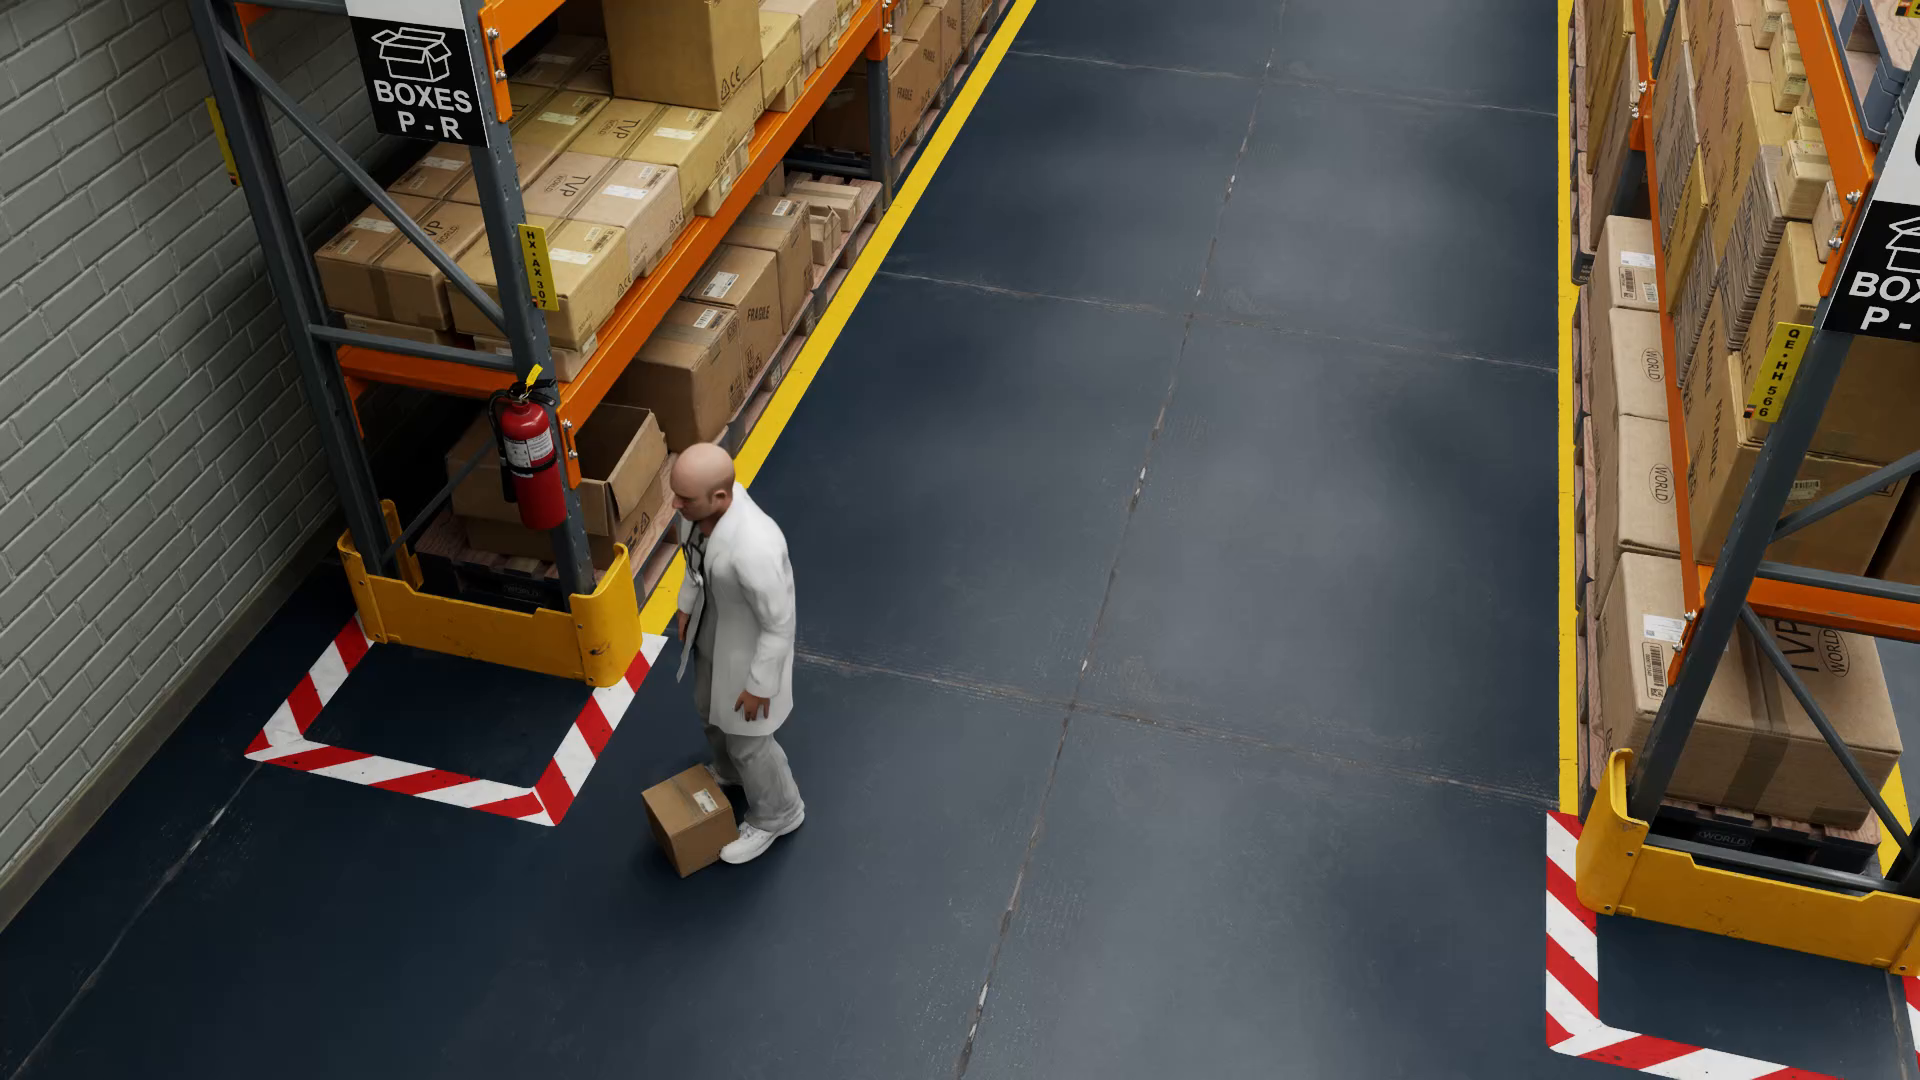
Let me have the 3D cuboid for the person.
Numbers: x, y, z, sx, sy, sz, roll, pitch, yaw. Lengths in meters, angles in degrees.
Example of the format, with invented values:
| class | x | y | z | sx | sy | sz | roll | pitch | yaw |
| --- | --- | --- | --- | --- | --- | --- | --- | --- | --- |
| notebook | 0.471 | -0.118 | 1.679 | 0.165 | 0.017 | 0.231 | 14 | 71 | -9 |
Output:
| class | x | y | z | sx | sy | sz | roll | pitch | yaw |
| --- | --- | --- | --- | --- | --- | --- | --- | --- | --- |
| person | -0.781 | 0.368 | 5.737 | 0.426 | 1.774 | 0.617 | -23 | 45 | -24 |
